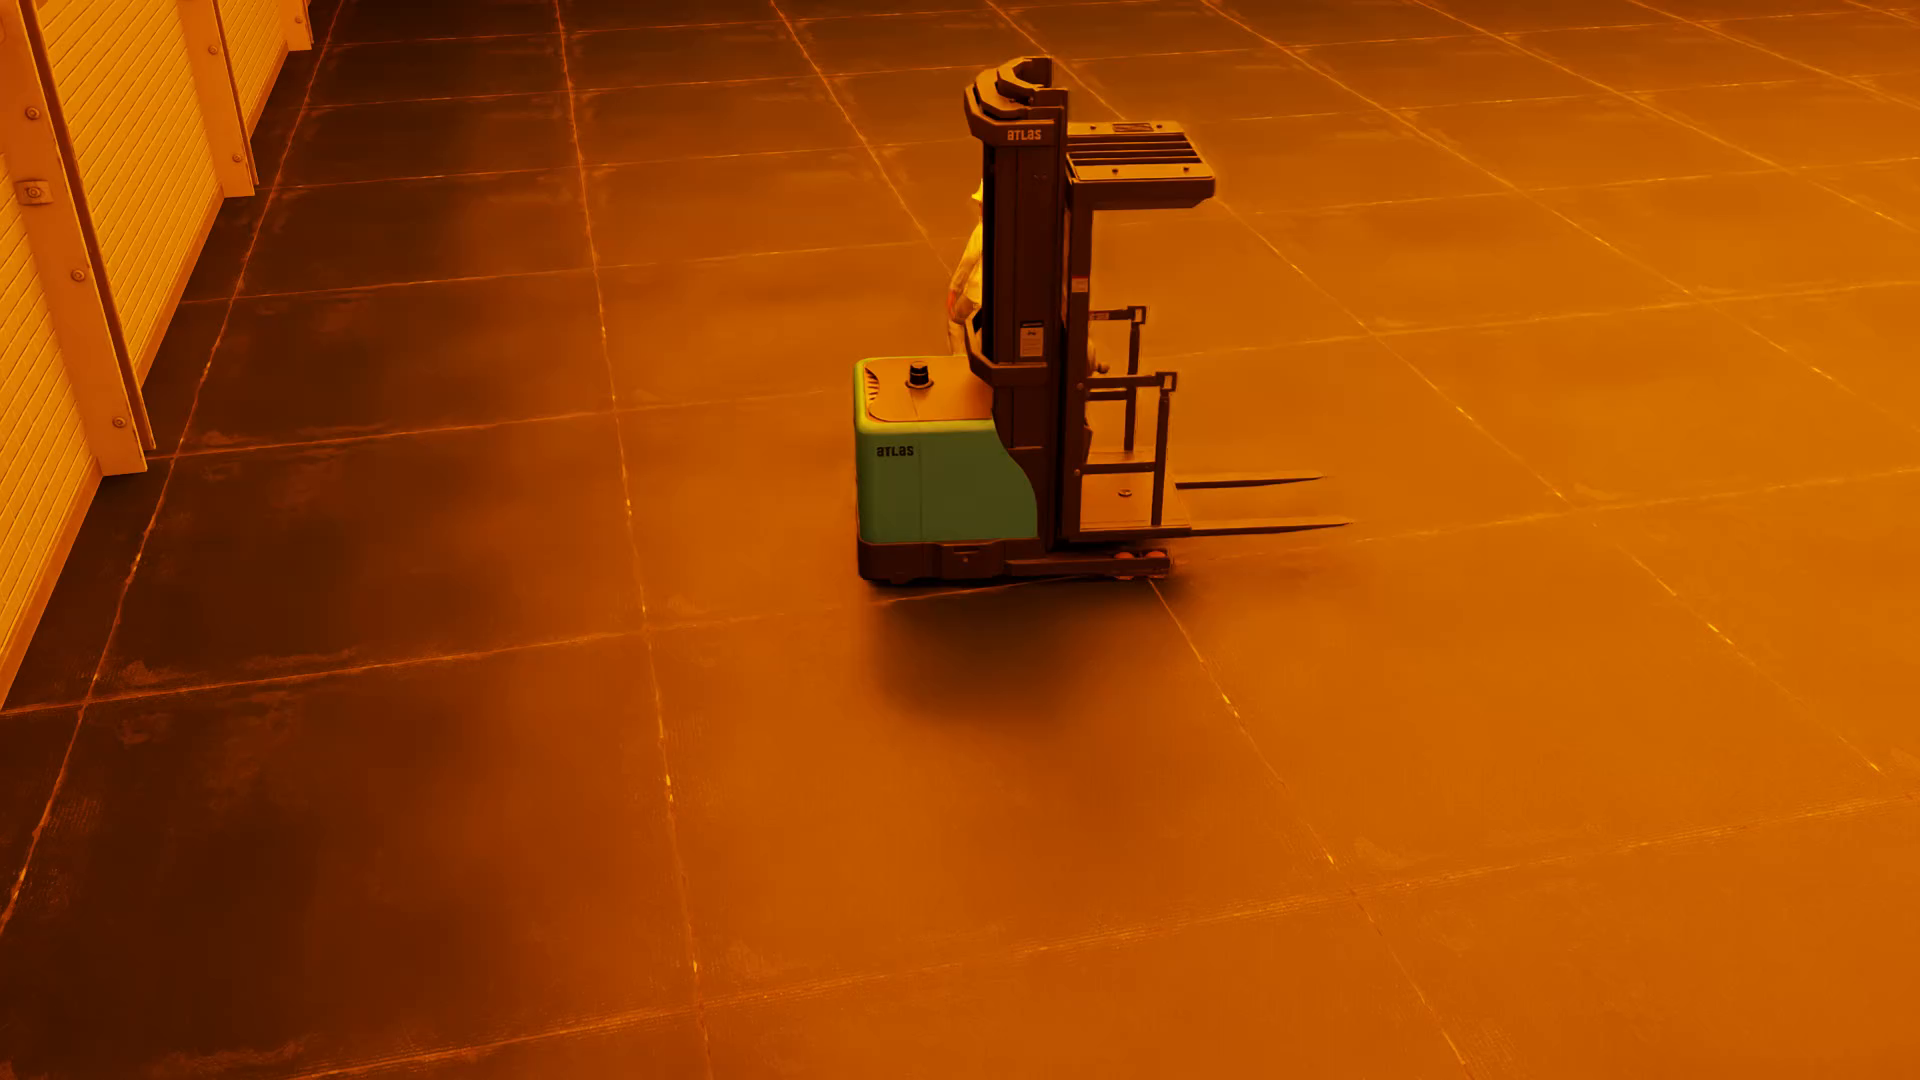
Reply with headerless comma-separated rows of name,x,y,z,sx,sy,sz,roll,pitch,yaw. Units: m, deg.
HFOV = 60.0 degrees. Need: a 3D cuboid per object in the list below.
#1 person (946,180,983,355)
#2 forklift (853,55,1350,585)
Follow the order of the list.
person,0.220,-1.808,11.977,0.802,1.675,0.596,-9,31,-15
forklift,0.869,-1.288,9.799,3.031,2.935,1.130,-2,30,-4
